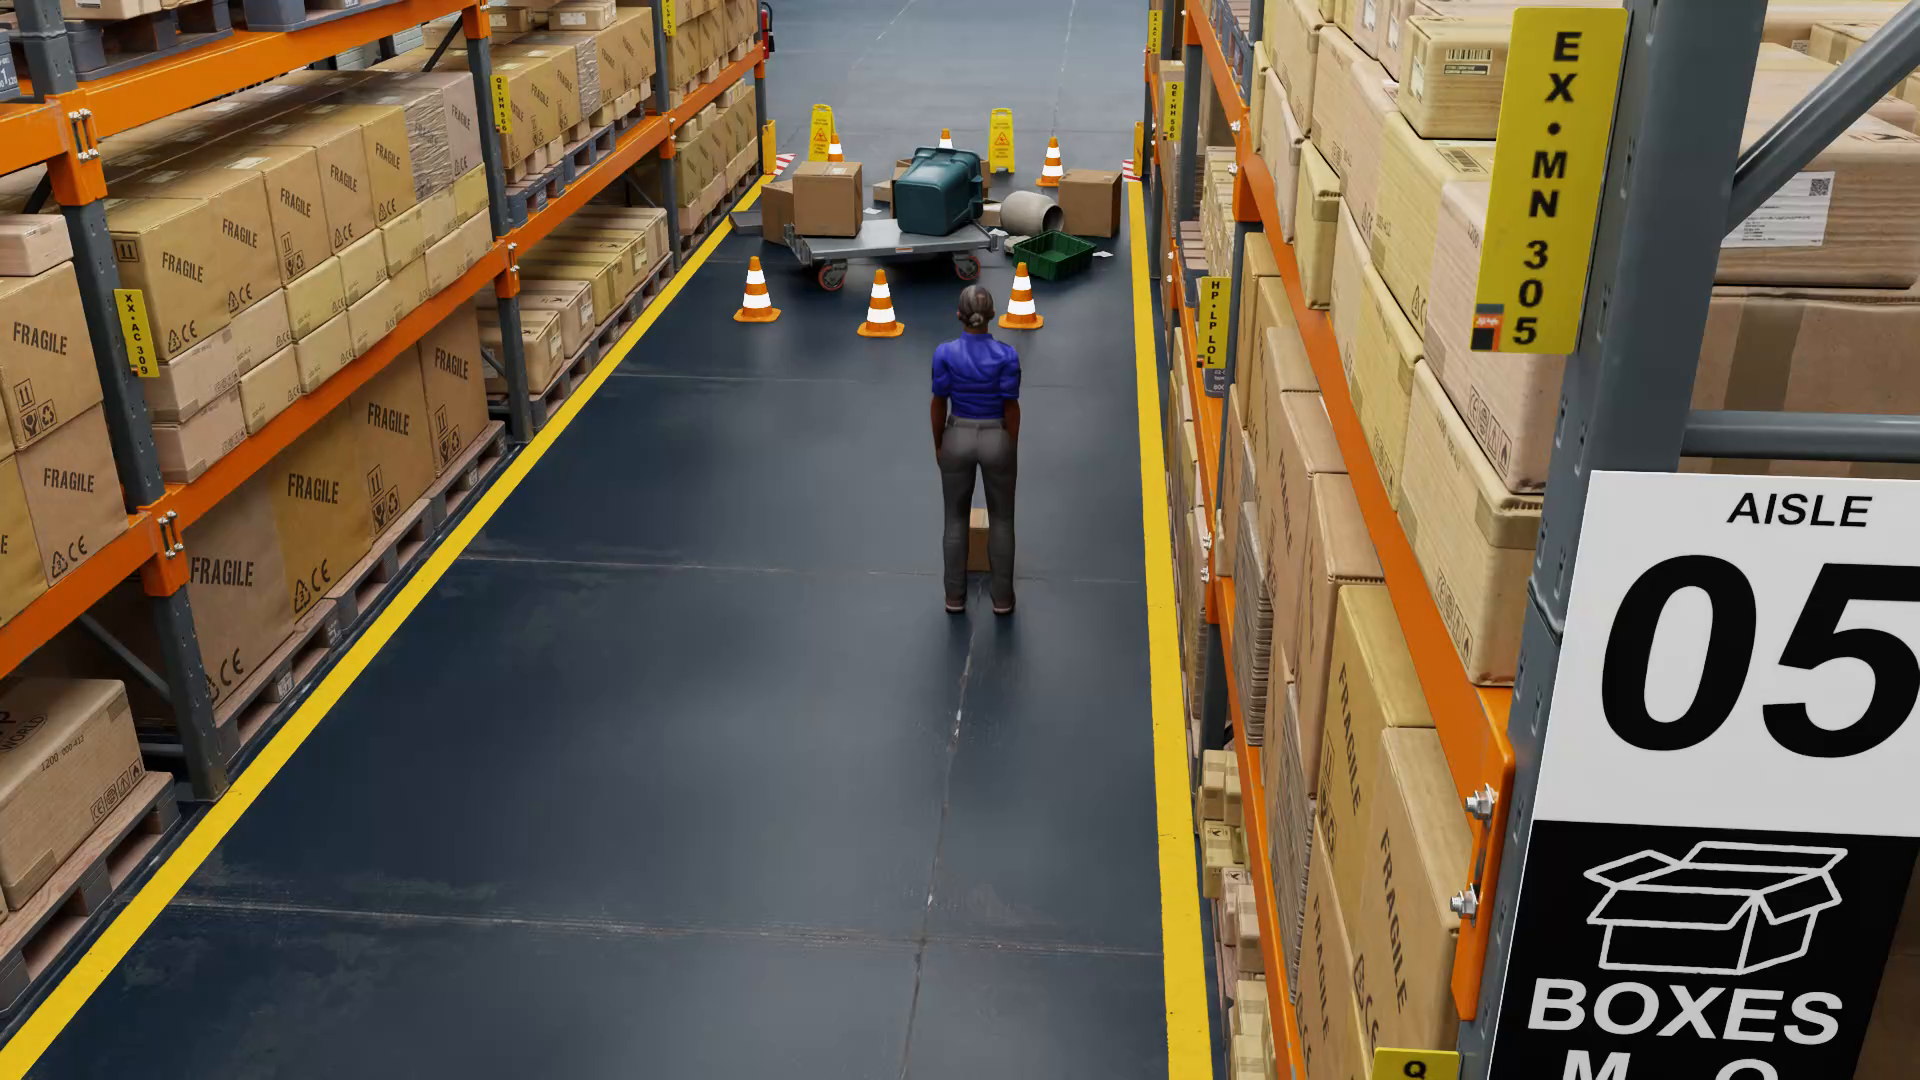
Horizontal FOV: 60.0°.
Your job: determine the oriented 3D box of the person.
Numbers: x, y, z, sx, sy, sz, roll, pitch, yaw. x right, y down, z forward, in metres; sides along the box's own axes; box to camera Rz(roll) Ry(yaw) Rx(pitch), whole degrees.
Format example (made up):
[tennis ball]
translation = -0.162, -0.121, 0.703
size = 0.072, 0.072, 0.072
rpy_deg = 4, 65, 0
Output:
[person]
translation = 0.076, -0.433, 8.061
size = 0.437, 1.659, 0.303
rpy_deg = 2, 25, 5
